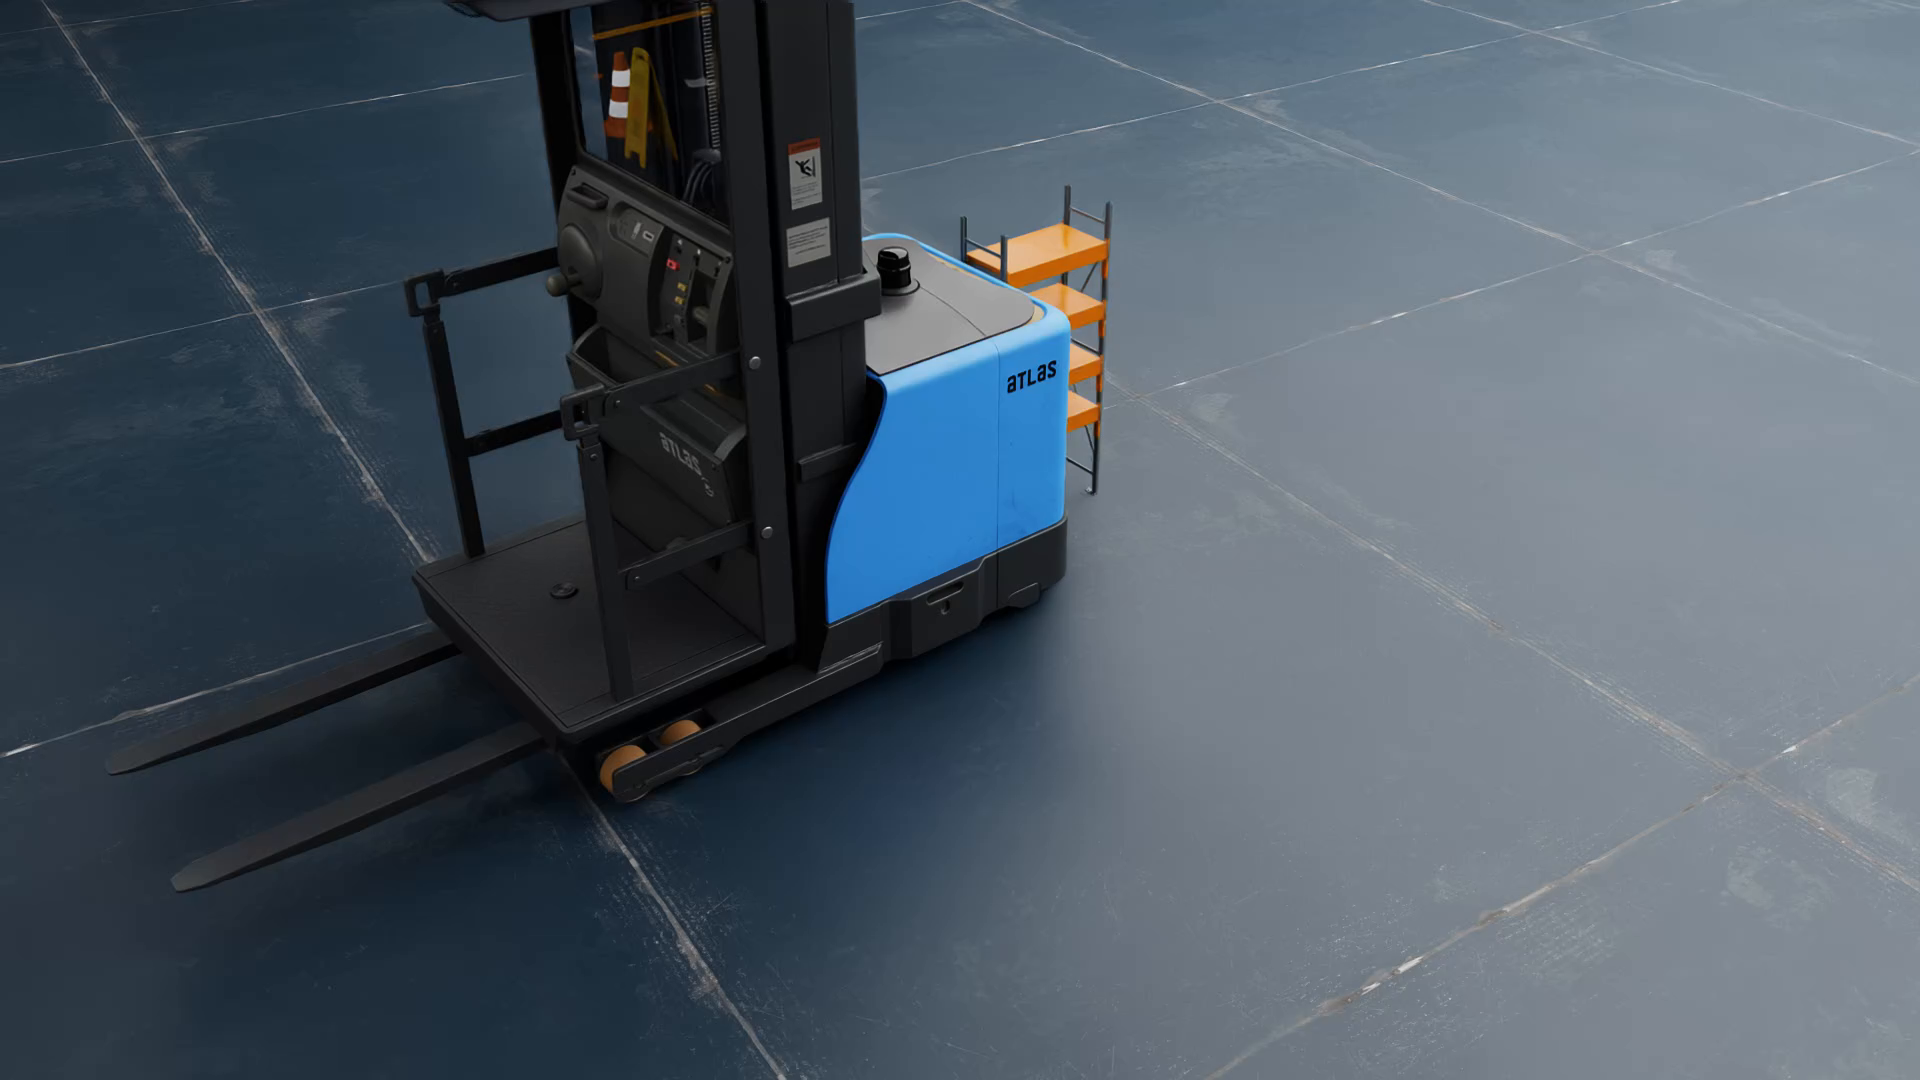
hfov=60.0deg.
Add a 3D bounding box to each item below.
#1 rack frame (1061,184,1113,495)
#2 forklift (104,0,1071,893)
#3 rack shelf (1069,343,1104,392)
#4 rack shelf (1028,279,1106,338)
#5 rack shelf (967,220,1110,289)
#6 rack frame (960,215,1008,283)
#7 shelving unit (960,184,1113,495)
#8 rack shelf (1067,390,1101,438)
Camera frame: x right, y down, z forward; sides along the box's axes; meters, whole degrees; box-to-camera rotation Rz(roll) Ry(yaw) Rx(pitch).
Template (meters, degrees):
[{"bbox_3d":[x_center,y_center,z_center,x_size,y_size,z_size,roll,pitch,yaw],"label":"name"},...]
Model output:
[{"bbox_3d":[0.461,-0.735,6.291,0.015,1.200,0.240,-23,39,-32],"label":"rack frame"},{"bbox_3d":[-1.087,-0.772,4.726,3.031,2.935,1.130,-23,39,-32],"label":"forklift"},{"bbox_3d":[0.271,-0.596,6.197,0.480,0.148,0.258,-23,39,-32],"label":"rack shelf"},{"bbox_3d":[0.271,-0.786,6.078,0.480,0.148,0.258,-23,39,-32],"label":"rack shelf"},{"bbox_3d":[0.271,-0.986,5.952,0.480,0.148,0.258,-23,39,-32],"label":"rack shelf"},{"bbox_3d":[0.081,-0.572,6.032,0.015,1.200,0.240,-23,39,-32],"label":"rack frame"},{"bbox_3d":[0.271,-0.653,6.161,0.503,1.200,0.258,-23,39,-32],"label":"shelving unit"},{"bbox_3d":[0.271,-0.429,6.303,0.480,0.148,0.258,-23,39,-32],"label":"rack shelf"}]
